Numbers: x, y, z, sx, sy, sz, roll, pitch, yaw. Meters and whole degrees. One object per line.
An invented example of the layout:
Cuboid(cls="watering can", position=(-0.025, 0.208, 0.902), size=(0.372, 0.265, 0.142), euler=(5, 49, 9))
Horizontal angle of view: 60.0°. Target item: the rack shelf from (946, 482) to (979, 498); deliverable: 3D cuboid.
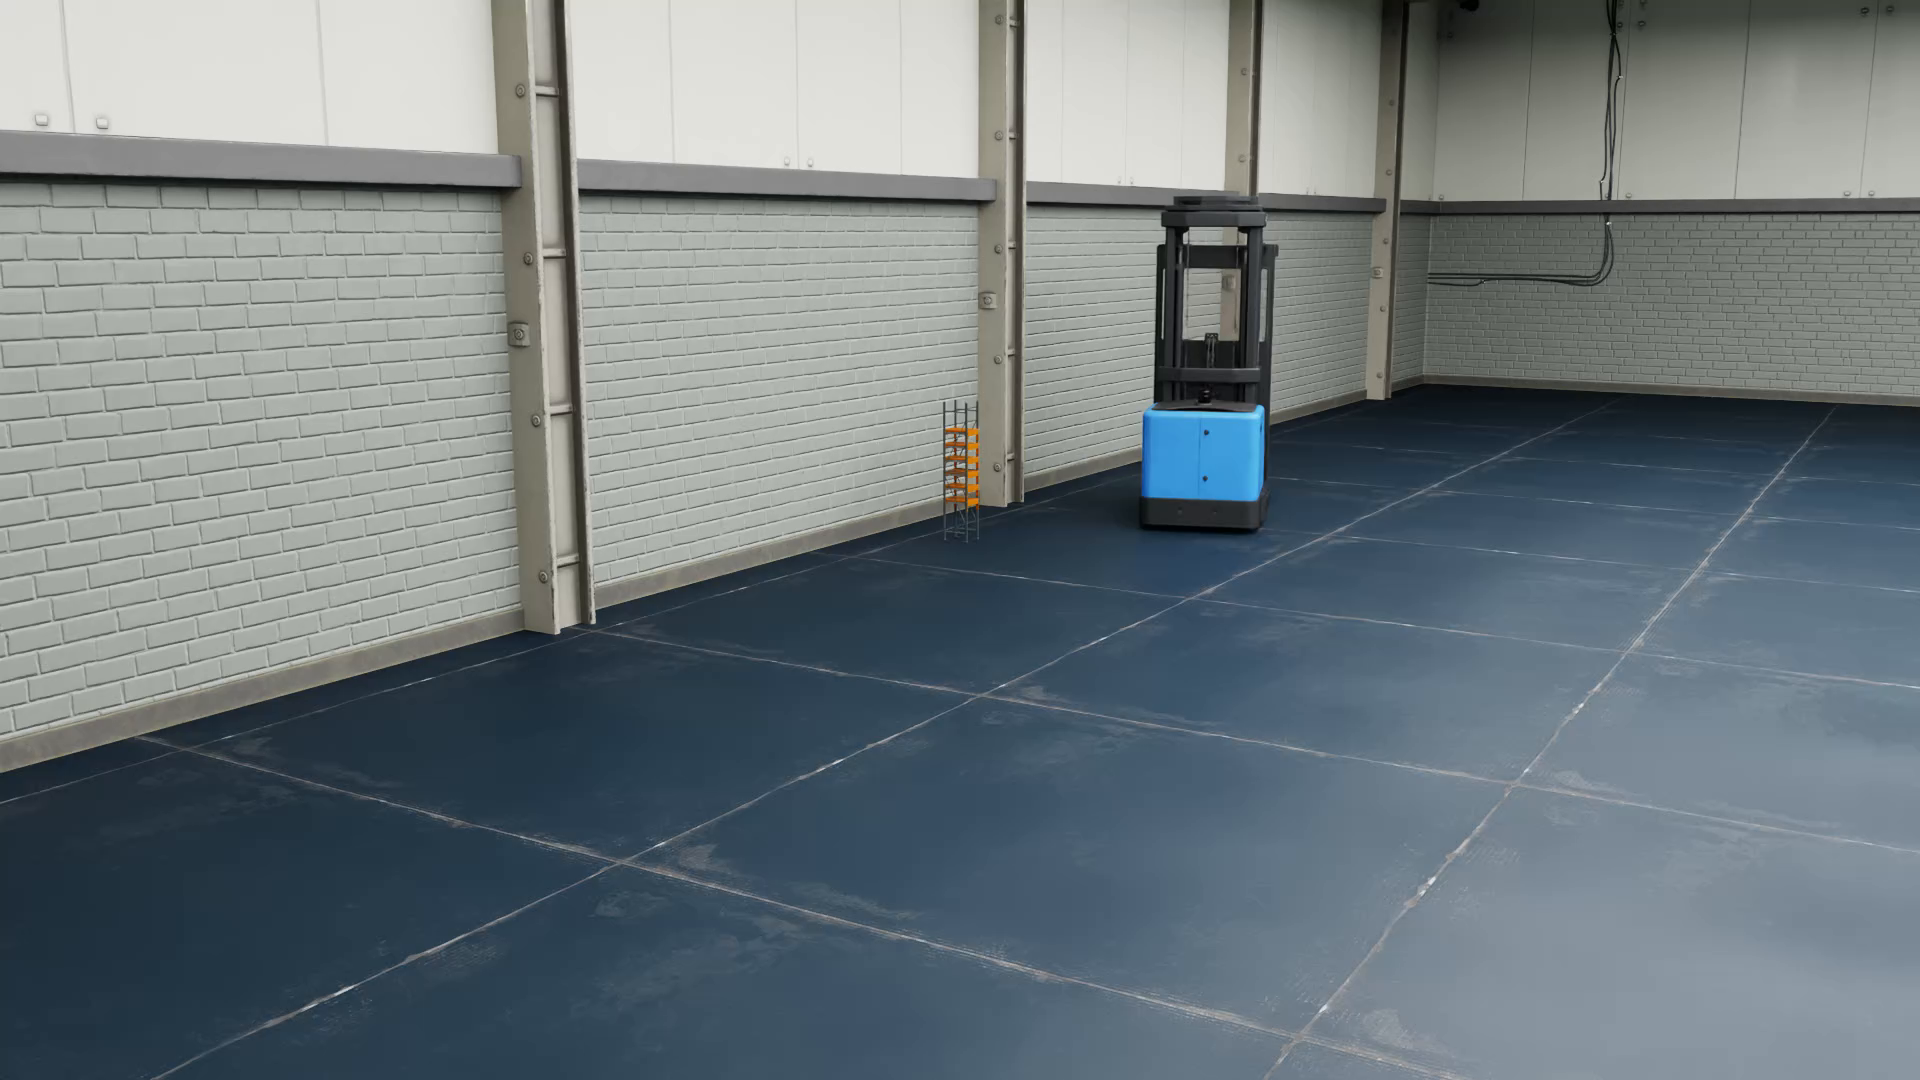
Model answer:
Cuboid(cls="rack shelf", position=(0.008, -0.430, 14.301), size=(0.258, 0.103, 0.180), euler=(6, 12, 31))

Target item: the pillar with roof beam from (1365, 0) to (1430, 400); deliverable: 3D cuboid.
Cuboid(cls="pillar with roof beam", position=(10.309, -6.262, 23.363), size=(9.100, 9.000, 0.548), euler=(6, 12, 31))

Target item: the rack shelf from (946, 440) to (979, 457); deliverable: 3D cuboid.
Cuboid(cls="rack shelf", position=(0.008, -0.784, 14.234), size=(0.258, 0.103, 0.180), euler=(6, 12, 31))

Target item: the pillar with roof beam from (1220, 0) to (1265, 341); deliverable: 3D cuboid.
Cuboid(cls="pillar with roof beam", position=(7.194, -5.318, 18.322), size=(9.100, 9.000, 0.400), euler=(6, 12, 31))

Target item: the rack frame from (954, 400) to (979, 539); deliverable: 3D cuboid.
Cuboid(cls="rack frame", position=(0.055, -0.606, 14.347), size=(0.240, 1.200, 0.006), euler=(6, 12, 31))

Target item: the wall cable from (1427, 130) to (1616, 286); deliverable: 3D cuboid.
Cuboid(cls="wall cable", position=(9.290, -5.484, 27.645), size=(3.097, 2.526, 0.112), euler=(6, 12, 31))

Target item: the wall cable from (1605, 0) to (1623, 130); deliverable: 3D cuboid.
Cuboid(cls="wall cable", position=(11.602, -7.708, 25.800), size=(3.097, 2.526, 0.112), euler=(6, 12, 31))

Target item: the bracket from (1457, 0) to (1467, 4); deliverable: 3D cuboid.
Cuboid(cls="bracket", position=(8.073, -8.754, 26.891), size=(0.076, 0.066, 3.189), euler=(6, 12, 31))

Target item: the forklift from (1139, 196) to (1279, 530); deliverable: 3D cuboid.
Cuboid(cls="forklift", position=(2.423, -1.760, 15.806), size=(1.130, 2.935, 3.031), euler=(2, 11, 13))

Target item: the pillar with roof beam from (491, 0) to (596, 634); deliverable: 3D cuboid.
Cuboid(cls="pillar with roof beam", position=(0.964, -3.431, 8.241), size=(9.100, 9.000, 0.400), euler=(6, 12, 31))

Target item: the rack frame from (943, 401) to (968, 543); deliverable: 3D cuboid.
Cuboid(cls="rack frame", position=(-0.040, -0.578, 14.194), size=(0.240, 1.200, 0.006), euler=(6, 12, 31))

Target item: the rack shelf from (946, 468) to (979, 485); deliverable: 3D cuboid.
Cuboid(cls="rack shelf", position=(0.008, -0.548, 14.279), size=(0.258, 0.103, 0.180), euler=(6, 12, 31))

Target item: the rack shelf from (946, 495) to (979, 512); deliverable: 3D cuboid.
Cuboid(cls="rack shelf", position=(0.008, -0.312, 14.323), size=(0.258, 0.103, 0.180), euler=(6, 12, 31))

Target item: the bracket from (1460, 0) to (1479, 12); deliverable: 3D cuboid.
Cuboid(cls="bracket", position=(8.379, -8.847, 27.387), size=(0.235, 0.232, 0.430), euler=(6, 12, 31))

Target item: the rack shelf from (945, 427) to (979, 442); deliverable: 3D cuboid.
Cuboid(cls="rack shelf", position=(0.008, -0.902, 14.212), size=(0.258, 0.103, 0.180), euler=(6, 12, 31))

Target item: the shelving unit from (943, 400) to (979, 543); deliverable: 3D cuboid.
Cuboid(cls="shelving unit", position=(0.008, -0.592, 14.270), size=(0.258, 1.200, 0.189), euler=(6, 12, 31))

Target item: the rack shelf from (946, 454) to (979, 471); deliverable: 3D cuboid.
Cuboid(cls="rack shelf", position=(0.008, -0.666, 14.257), size=(0.258, 0.103, 0.180), euler=(6, 12, 31))

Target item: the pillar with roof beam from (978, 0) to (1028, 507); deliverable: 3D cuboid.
Cuboid(cls="pillar with roof beam", position=(4.079, -4.375, 13.282), size=(9.100, 9.000, 0.400), euler=(6, 12, 31))
